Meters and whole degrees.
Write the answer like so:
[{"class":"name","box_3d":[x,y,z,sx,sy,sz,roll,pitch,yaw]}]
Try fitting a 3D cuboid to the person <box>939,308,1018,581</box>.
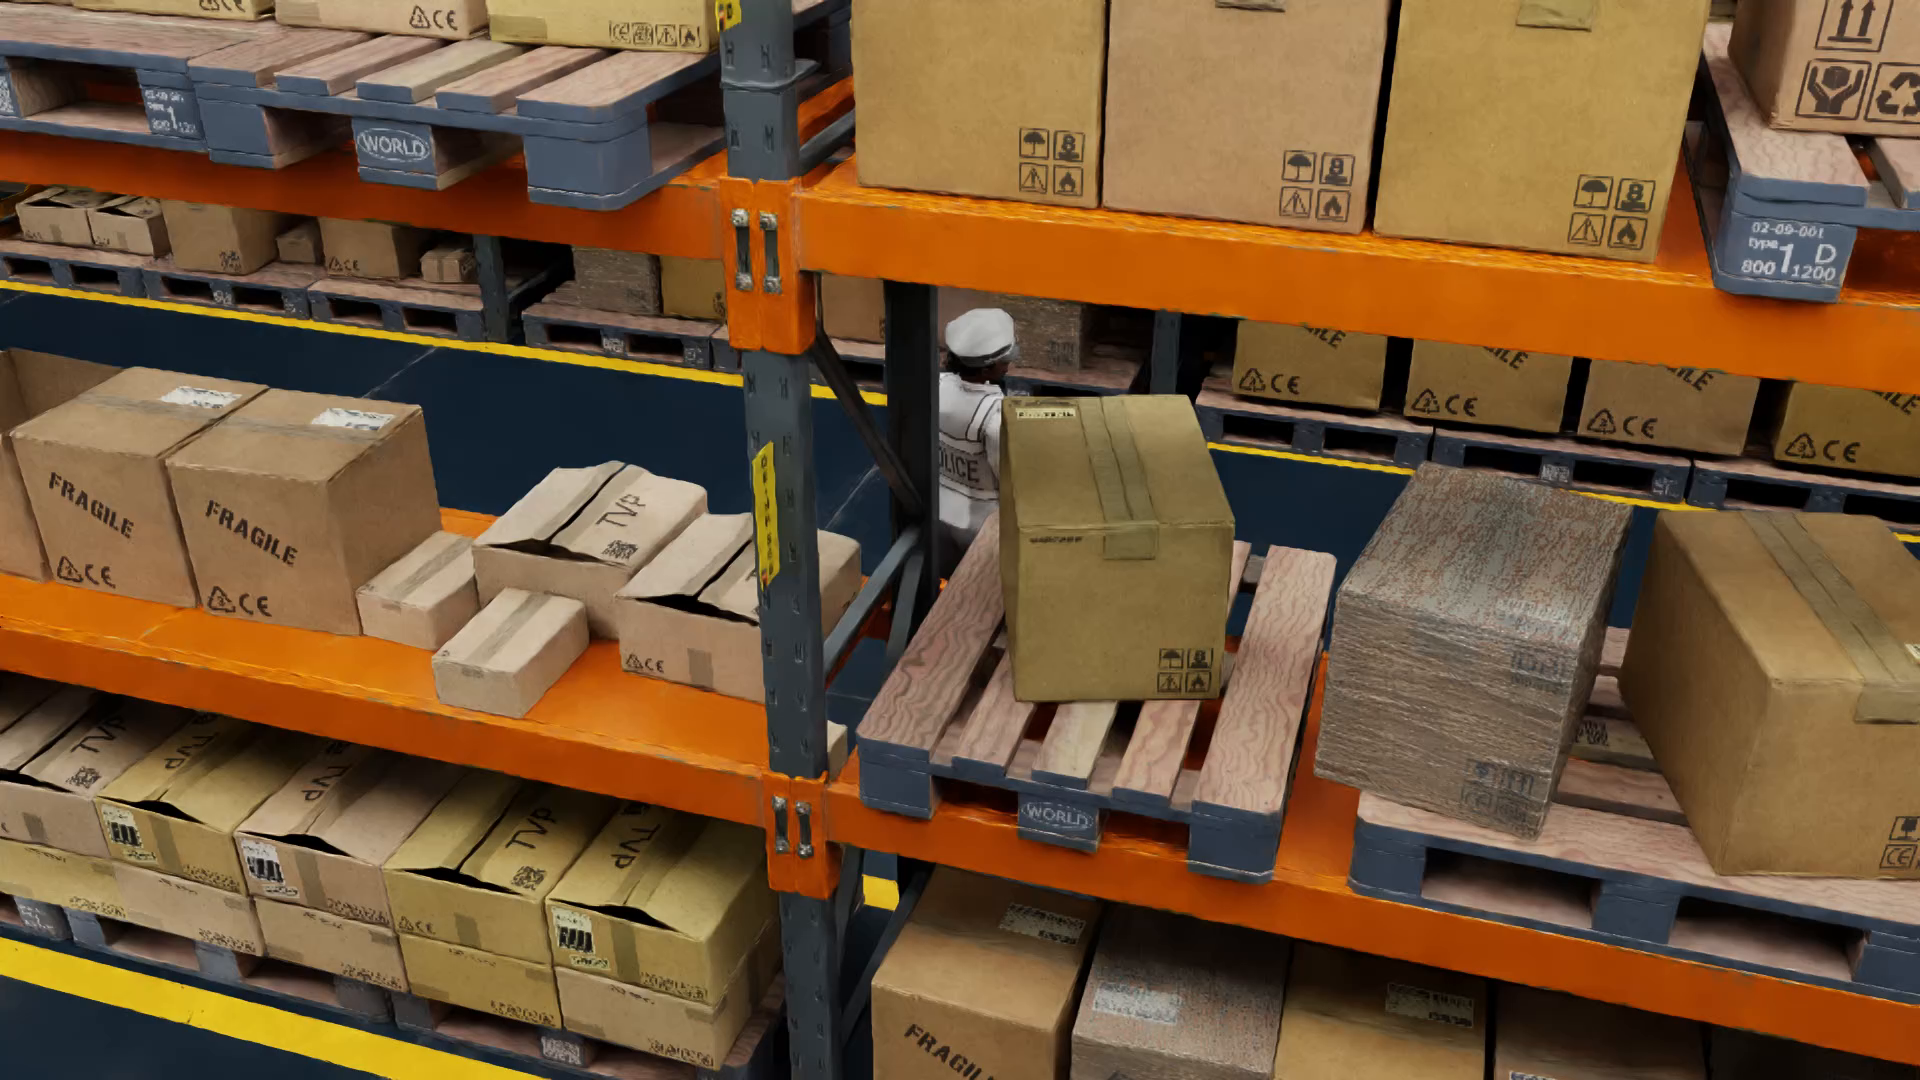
[{"class":"person","box_3d":[0.072,-0.085,6.270,0.426,1.684,0.531,-24,37,-35]}]
